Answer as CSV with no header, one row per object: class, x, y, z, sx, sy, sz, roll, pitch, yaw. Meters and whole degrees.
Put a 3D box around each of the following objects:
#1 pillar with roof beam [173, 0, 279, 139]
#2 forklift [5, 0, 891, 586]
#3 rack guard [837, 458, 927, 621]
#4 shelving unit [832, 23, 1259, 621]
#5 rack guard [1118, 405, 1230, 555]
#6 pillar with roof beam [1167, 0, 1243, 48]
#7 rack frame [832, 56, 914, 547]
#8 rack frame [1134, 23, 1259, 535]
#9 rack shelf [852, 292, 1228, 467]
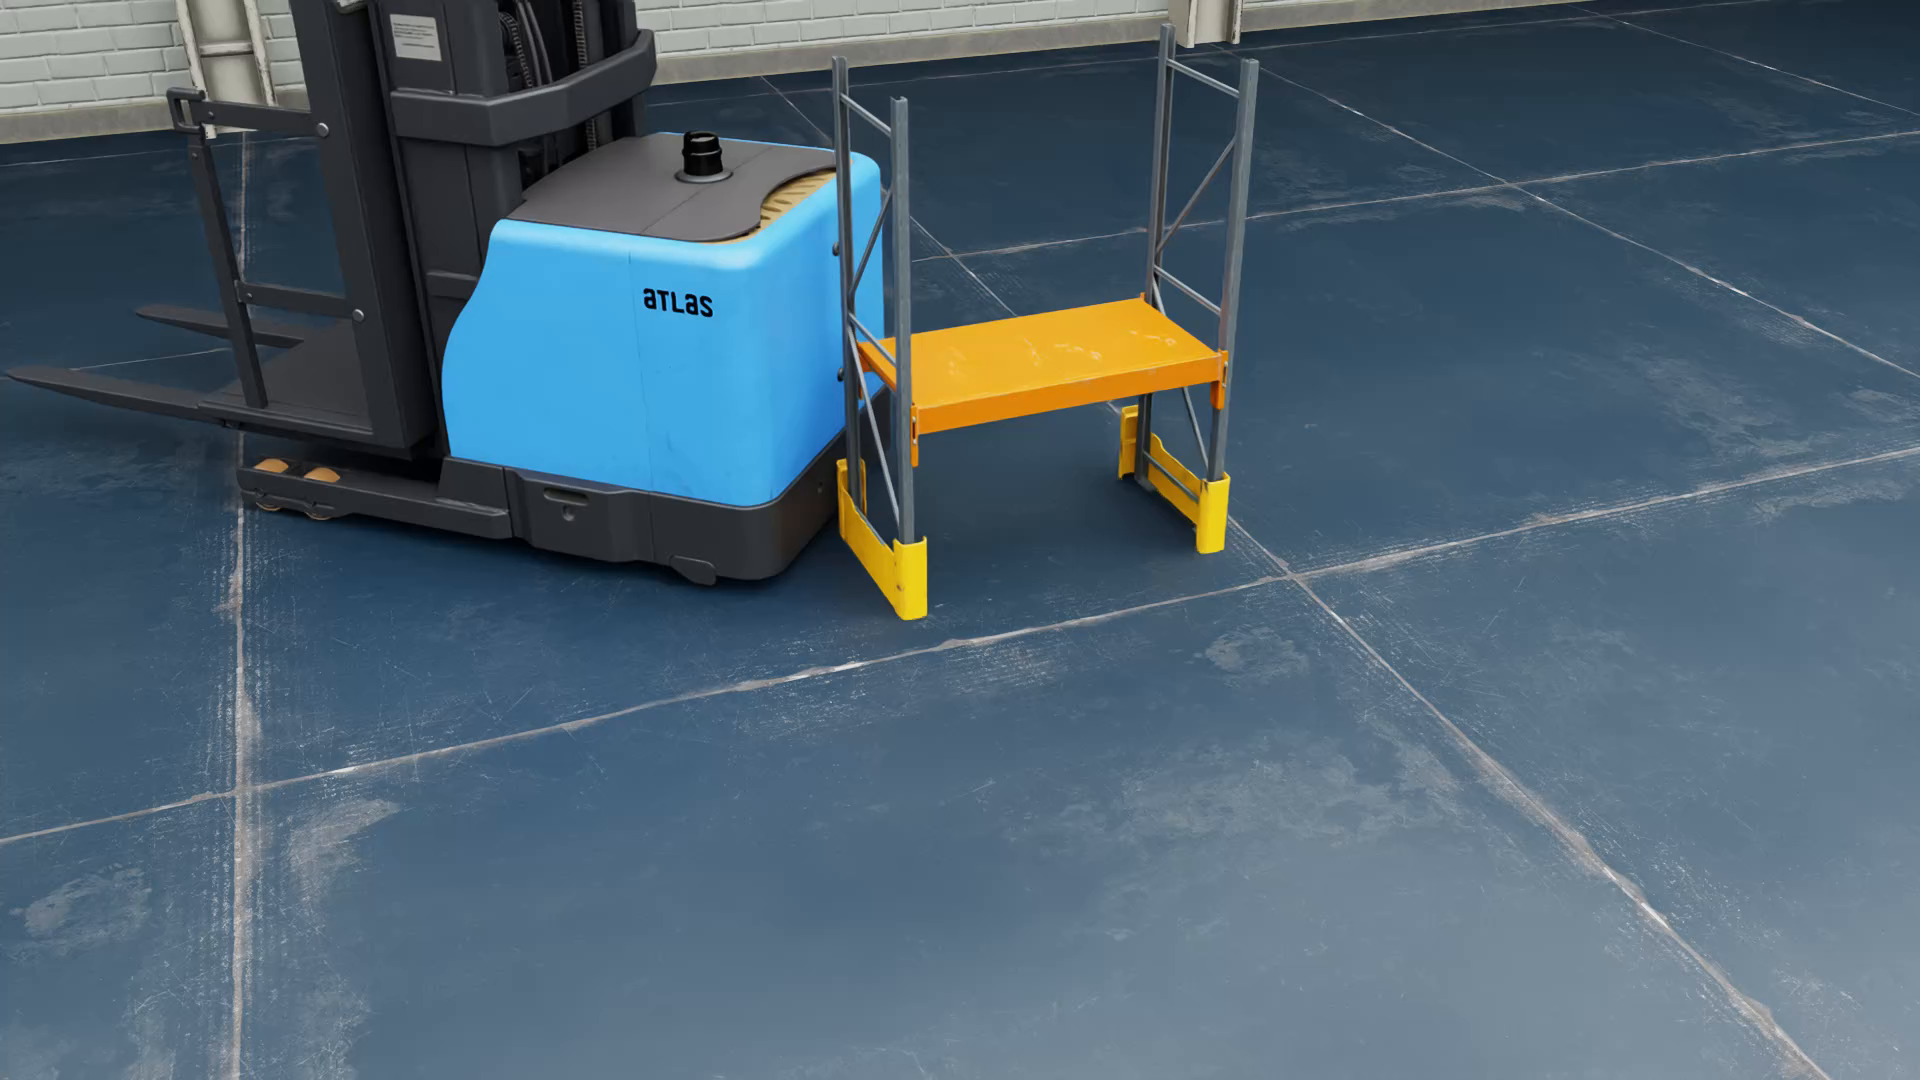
pillar with roof beam,-2.501,-4.214,3.557,0.400,9.000,9.100,-10,31,-18
forklift,-1.808,-1.571,5.047,3.031,2.935,1.130,10,31,17
rack guard,-0.239,-0.012,5.019,0.087,0.250,0.587,-12,32,-20
shelving unit,0.220,-0.650,4.876,1.083,1.500,0.587,-12,32,-20
rack guard,0.680,-0.202,5.353,0.087,0.250,0.587,-12,32,-20
pillar with roof beam,3.123,-5.250,5.374,0.400,9.000,9.100,-10,31,-18
rack frame,-0.241,-0.555,4.709,0.032,1.500,0.500,-12,32,-20
rack frame,0.697,-0.749,5.050,0.032,1.500,0.500,-12,32,-20
rack shelf,0.228,-0.496,4.969,1.000,0.185,0.538,-12,32,-20
